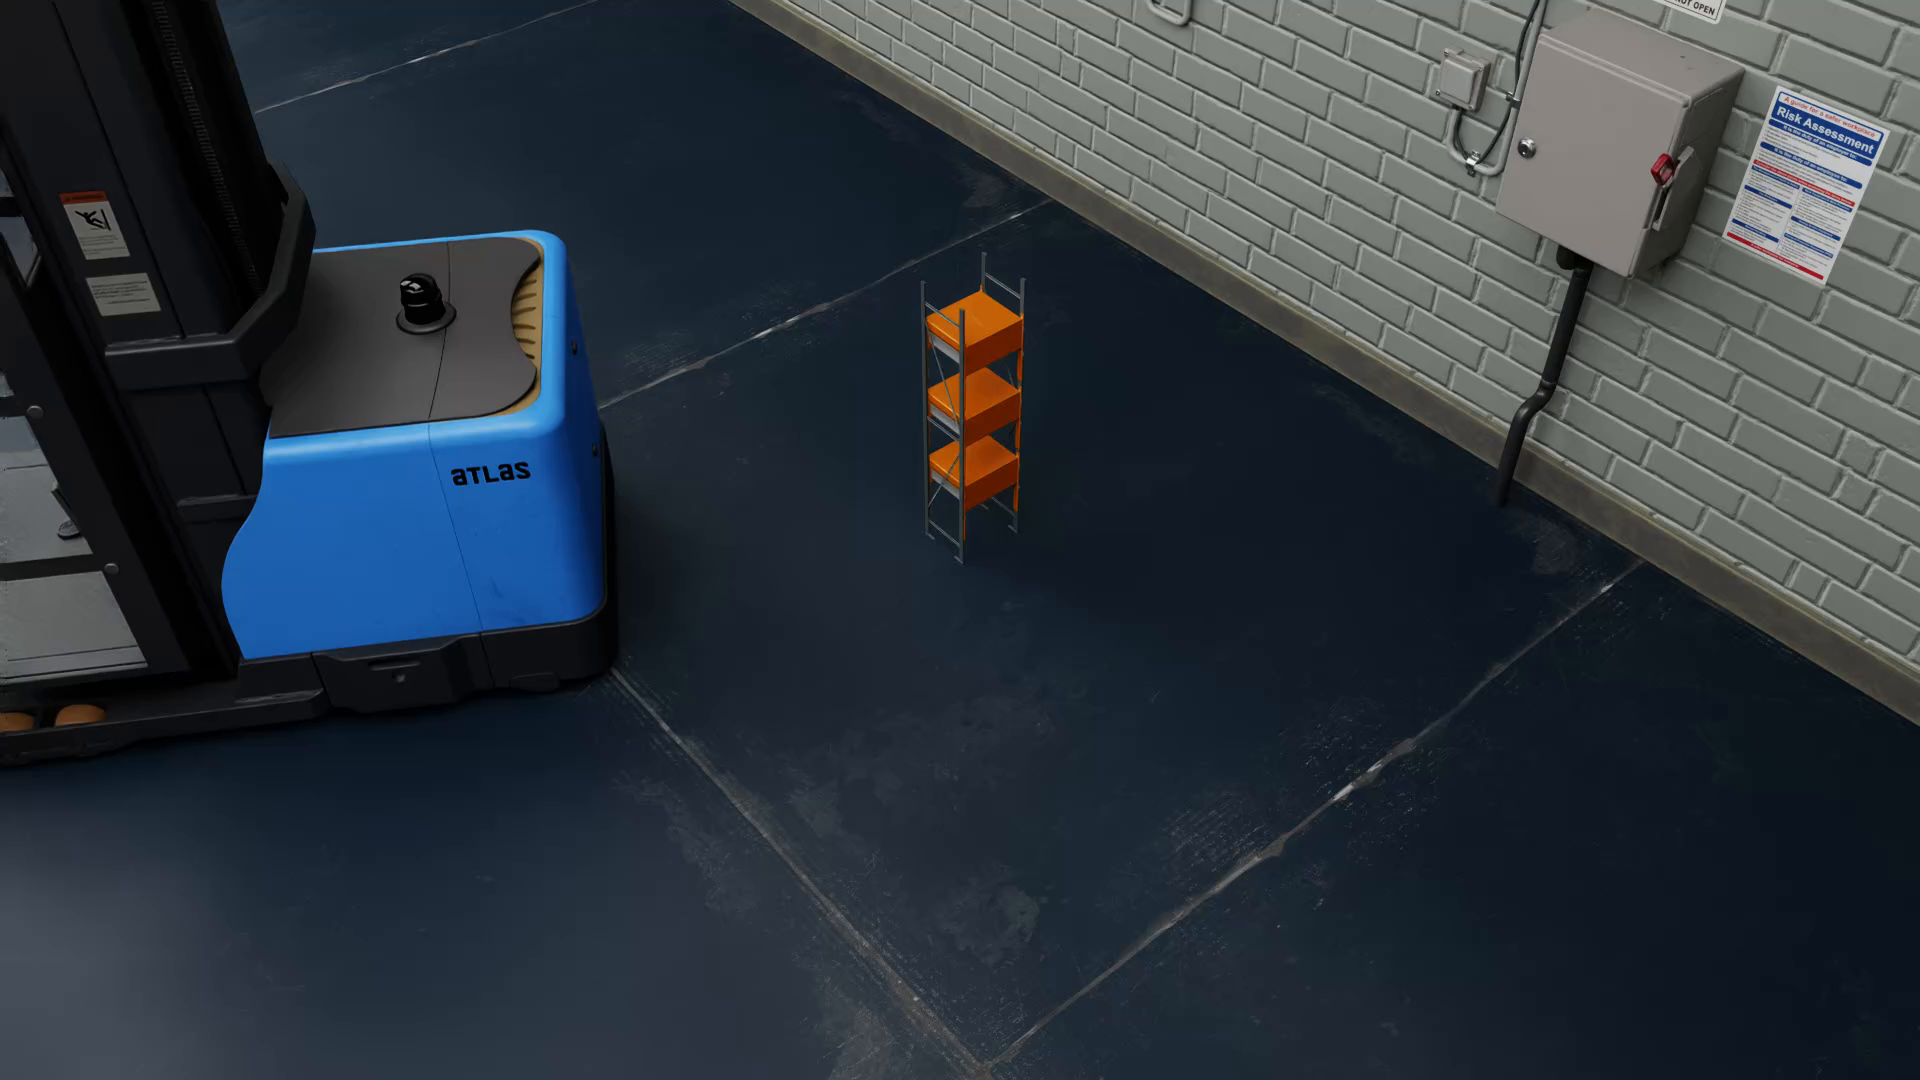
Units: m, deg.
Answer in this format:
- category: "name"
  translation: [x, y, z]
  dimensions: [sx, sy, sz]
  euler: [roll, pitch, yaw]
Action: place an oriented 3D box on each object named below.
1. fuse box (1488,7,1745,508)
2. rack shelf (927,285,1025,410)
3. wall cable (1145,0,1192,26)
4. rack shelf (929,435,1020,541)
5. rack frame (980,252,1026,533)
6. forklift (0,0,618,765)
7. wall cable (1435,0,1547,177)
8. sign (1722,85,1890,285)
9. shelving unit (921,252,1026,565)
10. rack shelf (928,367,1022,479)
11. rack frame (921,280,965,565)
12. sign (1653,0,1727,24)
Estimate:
- category: "fuse box"
  translation: [1.897, -0.729, 5.277]
  dimensions: [0.414, 1.711, 0.539]
  euler: [-30, 51, -28]
- category: "rack shelf"
  translation: [0.041, -0.605, 5.229]
  dimensions: [0.240, 0.259, 0.215]
  euler: [-30, 51, -28]
- category: "wall cable"
  translation: [0.661, -2.748, 5.720]
  dimensions: [0.123, 1.953, 0.585]
  euler: [-30, 51, -28]
- category: "rack shelf"
  translation: [0.041, -0.196, 5.613]
  dimensions: [0.240, 0.259, 0.215]
  euler: [-30, 51, -28]
- category: "rack frame"
  translation: [0.135, -0.460, 5.473]
  dimensions: [0.008, 1.050, 0.200]
  euler: [-30, 51, -28]
- category: "forklift"
  translation: [-2.648, -0.781, 4.441]
  dimensions: [3.031, 2.935, 1.130]
  euler: [-7, 44, -7]
- category: "wall cable"
  translation: [1.580, -1.997, 4.943]
  dimensions: [0.122, 1.984, 0.588]
  euler: [-30, 51, -28]
- category: "sign"
  translation: [2.373, -0.996, 4.689]
  dimensions: [0.001, 0.494, 0.329]
  euler: [-30, 51, -28]
- category: "shelving unit"
  translation: [0.041, -0.406, 5.416]
  dimensions: [0.252, 1.050, 0.215]
  euler: [-30, 51, -28]
- category: "rack shelf"
  translation: [0.041, -0.398, 5.423]
  dimensions: [0.240, 0.259, 0.215]
  euler: [-30, 51, -28]
- category: "rack frame"
  translation: [-0.053, -0.353, 5.359]
  dimensions: [0.008, 1.050, 0.200]
  euler: [-30, 51, -28]
- category: "sign"
  translation: [2.020, -1.620, 4.681]
  dimensions: [0.001, 0.242, 0.339]
  euler: [-30, 51, -28]
